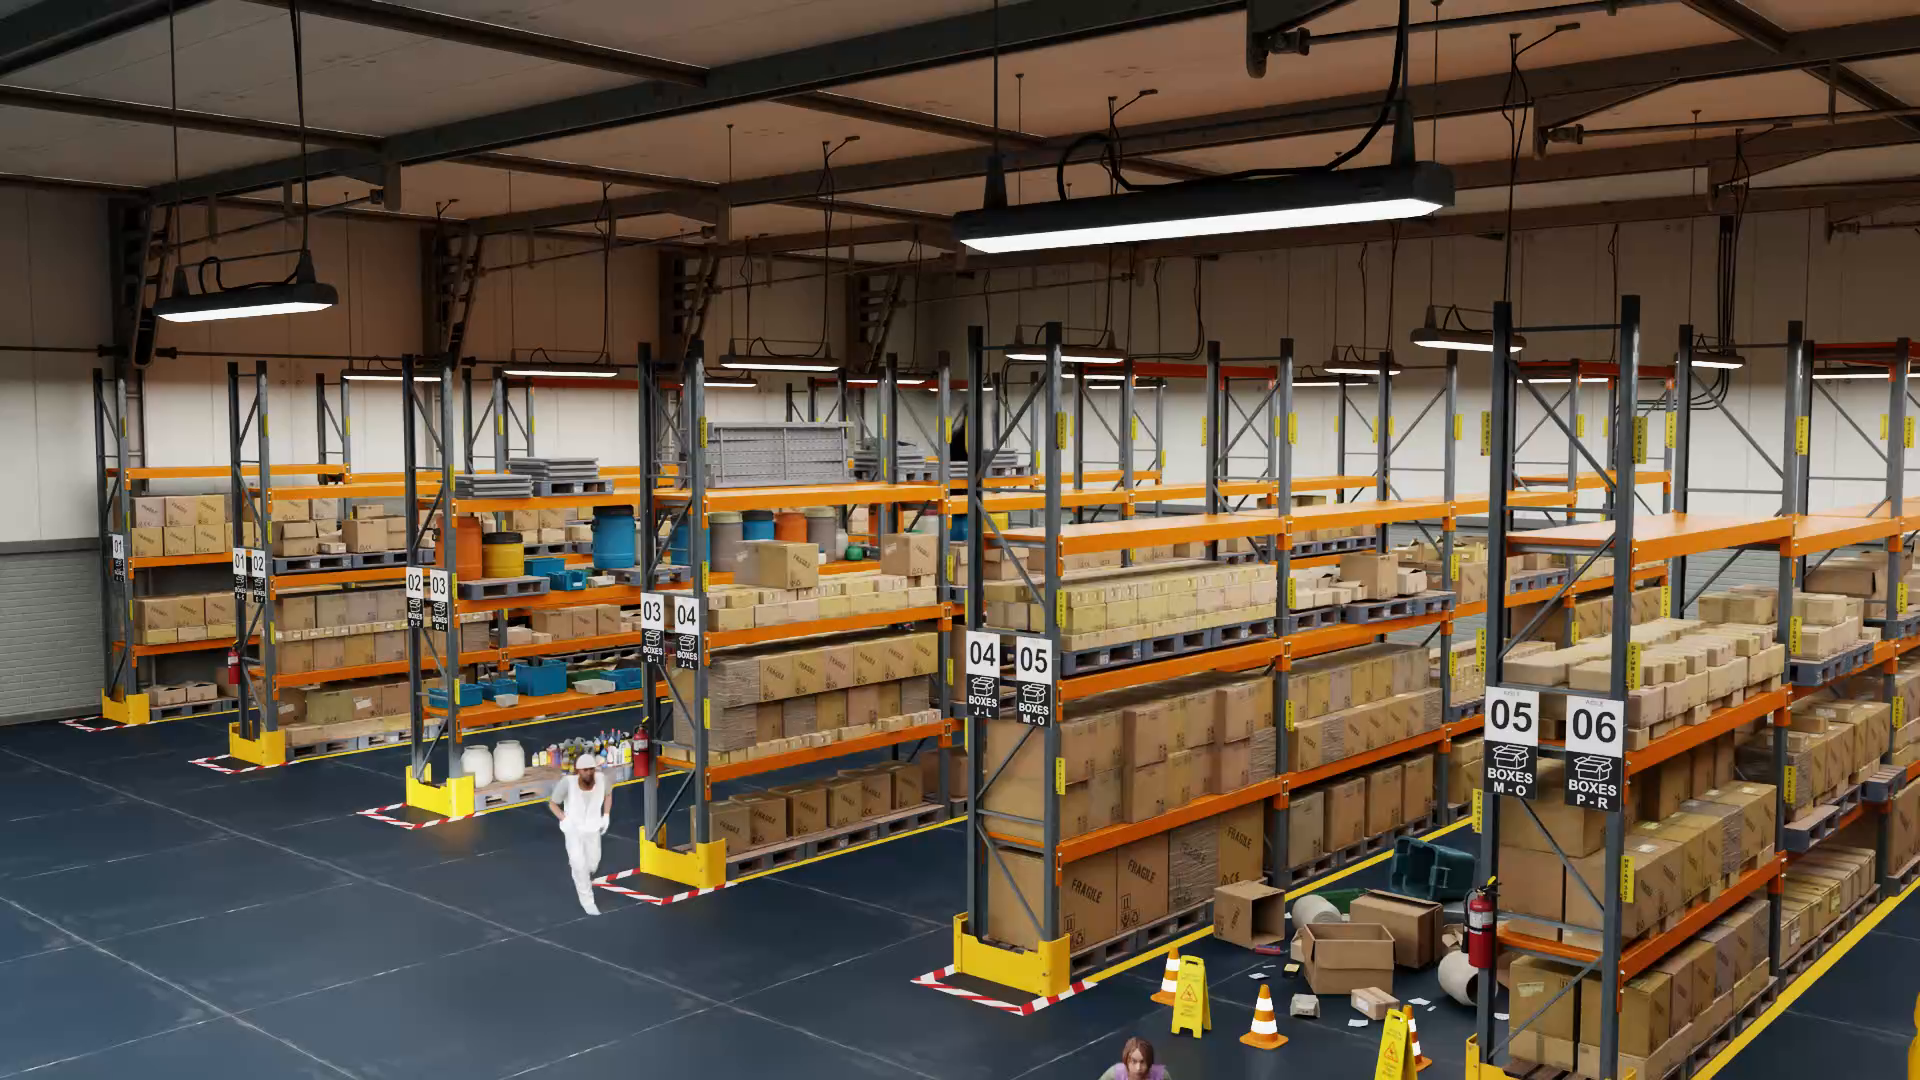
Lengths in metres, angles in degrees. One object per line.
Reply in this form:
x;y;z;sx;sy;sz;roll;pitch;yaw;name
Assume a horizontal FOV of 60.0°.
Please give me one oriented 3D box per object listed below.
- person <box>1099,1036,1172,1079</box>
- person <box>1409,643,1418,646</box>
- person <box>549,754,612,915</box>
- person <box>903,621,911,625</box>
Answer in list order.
1.072;3.681;10.098;0.532;1.537;0.712;0;4;3;person
7.026;2.443;25.781;0.671;1.721;0.798;3;5;34;person
-3.982;3.048;17.456;0.680;1.710;0.853;-2;5;-24;person
-0.925;1.725;33.080;0.574;1.718;0.904;3;5;37;person
